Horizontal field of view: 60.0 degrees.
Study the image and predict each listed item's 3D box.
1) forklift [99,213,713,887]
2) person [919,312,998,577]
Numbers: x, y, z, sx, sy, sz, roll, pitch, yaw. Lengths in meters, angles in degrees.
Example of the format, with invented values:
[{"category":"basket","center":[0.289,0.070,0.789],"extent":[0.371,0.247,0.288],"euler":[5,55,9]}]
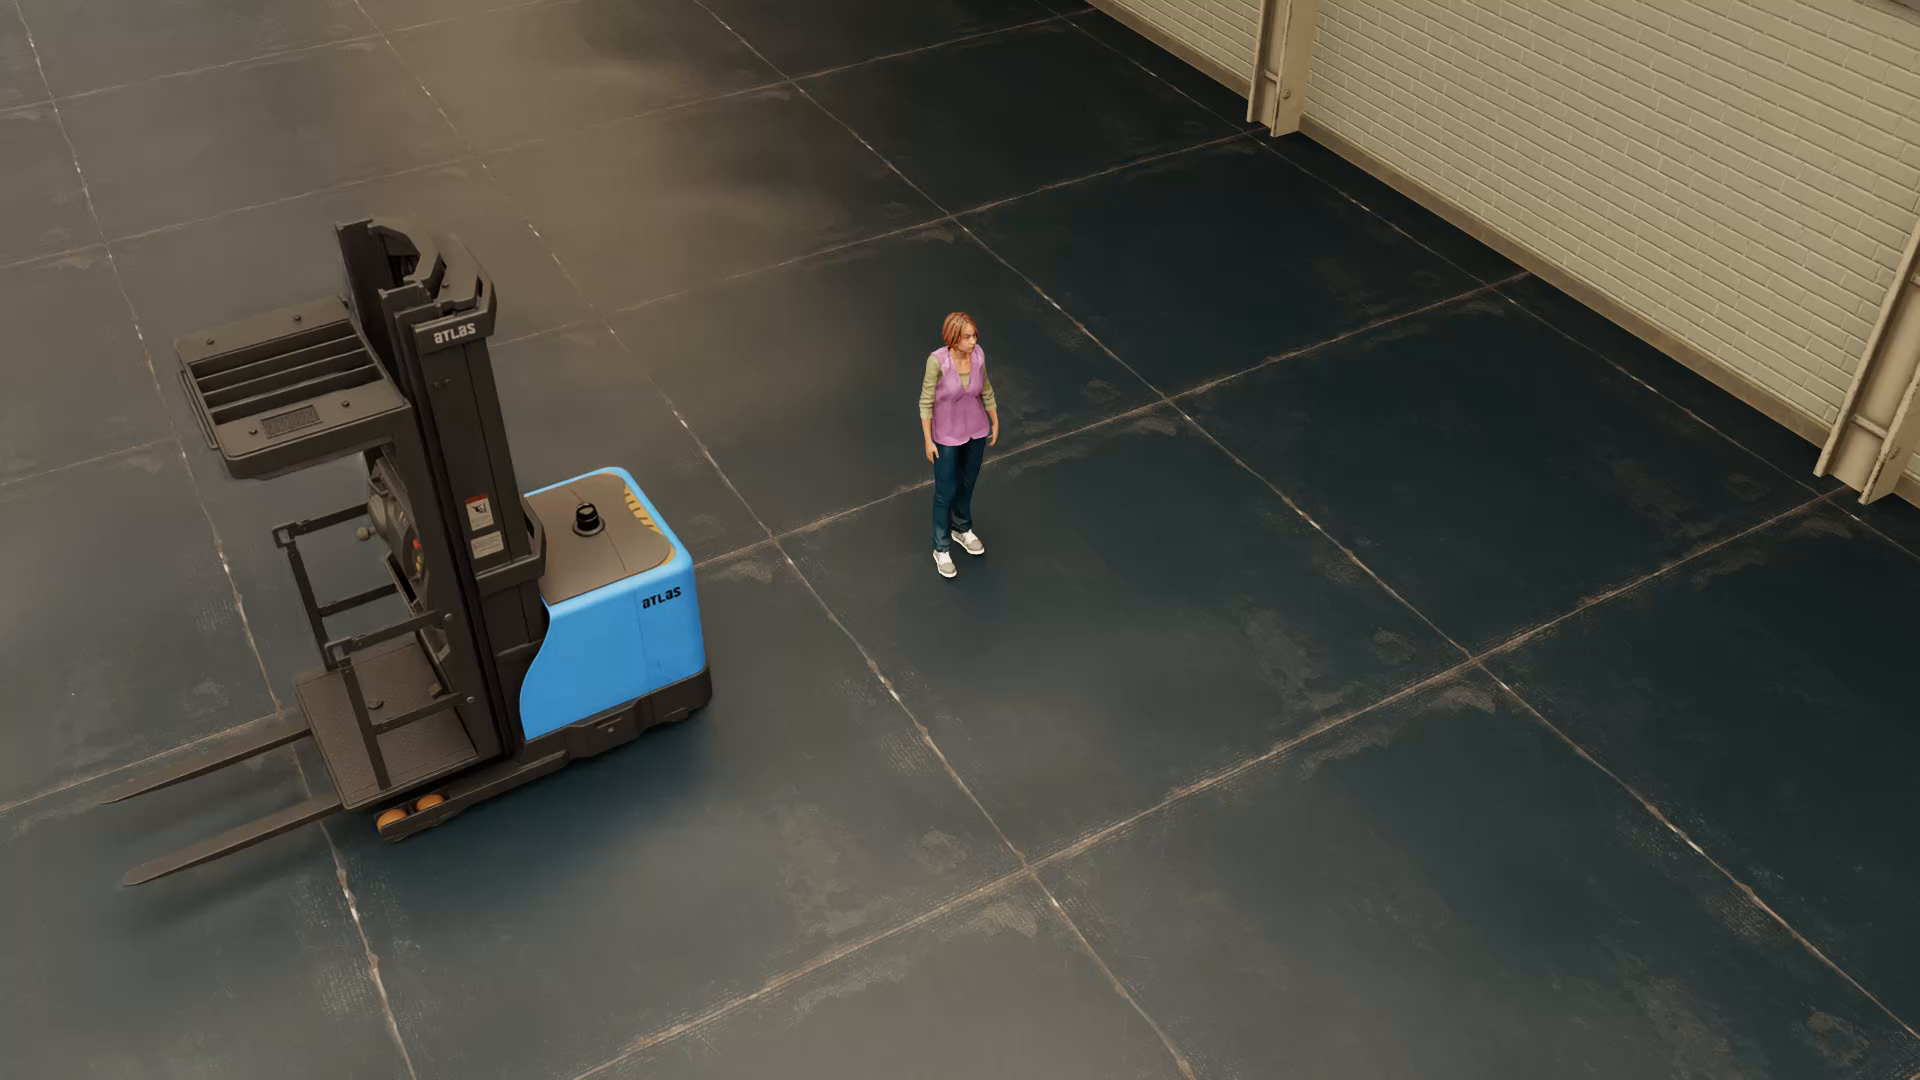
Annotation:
[{"category":"forklift","center":[-2.893,0.021,8.010],"extent":[3.031,2.935,1.130],"euler":[-21,44,-24]},{"category":"person","center":[0.025,-0.575,9.762],"extent":[0.520,1.599,0.473],"euler":[-20,44,-23]}]
